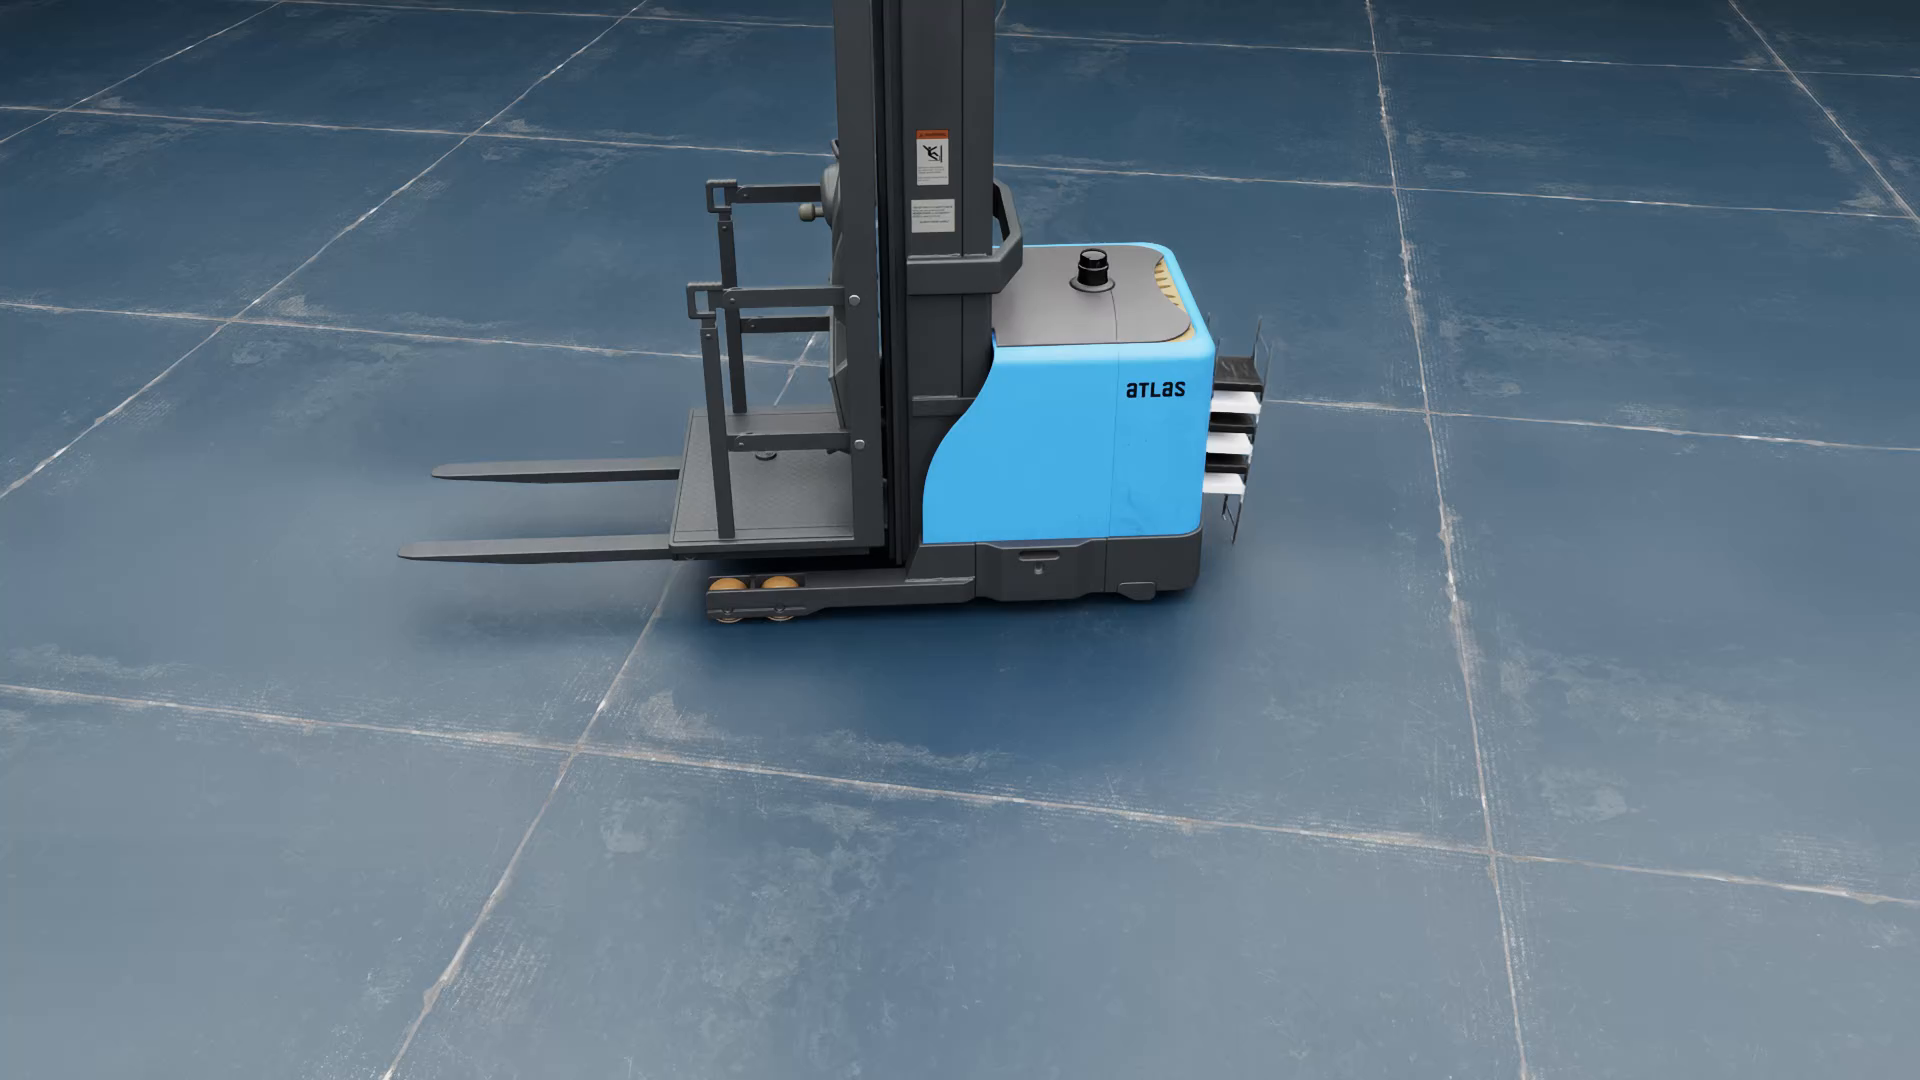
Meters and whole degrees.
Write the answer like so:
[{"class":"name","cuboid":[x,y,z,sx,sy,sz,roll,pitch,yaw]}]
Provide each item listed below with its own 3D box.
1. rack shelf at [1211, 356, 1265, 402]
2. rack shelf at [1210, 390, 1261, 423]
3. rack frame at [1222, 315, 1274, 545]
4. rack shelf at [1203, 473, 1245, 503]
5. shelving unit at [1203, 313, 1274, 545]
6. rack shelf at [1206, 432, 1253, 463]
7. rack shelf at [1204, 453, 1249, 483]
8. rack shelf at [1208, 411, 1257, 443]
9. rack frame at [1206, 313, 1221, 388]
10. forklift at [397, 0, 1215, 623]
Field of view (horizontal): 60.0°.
[{"class":"rack shelf","cuboid":[1.053,-0.630,6.450,0.200,0.077,0.258,2,32,-5]},{"class":"rack shelf","cuboid":[1.046,-0.554,6.498,0.200,0.077,0.258,2,32,-5]},{"class":"rack frame","cuboid":[1.135,-0.426,6.584,0.006,0.900,0.240,2,32,-5]},{"class":"rack shelf","cuboid":[1.017,-0.249,6.687,0.200,0.077,0.258,2,32,-5]},{"class":"shelving unit","cuboid":[1.034,-0.430,6.575,0.210,0.900,0.258,2,32,-5]},{"class":"rack shelf","cuboid":[1.032,-0.401,6.592,0.200,0.077,0.258,2,32,-5]},{"class":"rack shelf","cuboid":[1.025,-0.325,6.639,0.200,0.077,0.258,2,32,-5]},{"class":"rack shelf","cuboid":[1.039,-0.478,6.545,0.200,0.077,0.258,2,32,-5]},{"class":"rack frame","cuboid":[0.933,-0.433,6.565,0.006,0.900,0.240,2,32,-5]},{"class":"forklift","cuboid":[-0.621,-1.221,5.939,3.031,2.935,1.130,-2,32,-3]}]
